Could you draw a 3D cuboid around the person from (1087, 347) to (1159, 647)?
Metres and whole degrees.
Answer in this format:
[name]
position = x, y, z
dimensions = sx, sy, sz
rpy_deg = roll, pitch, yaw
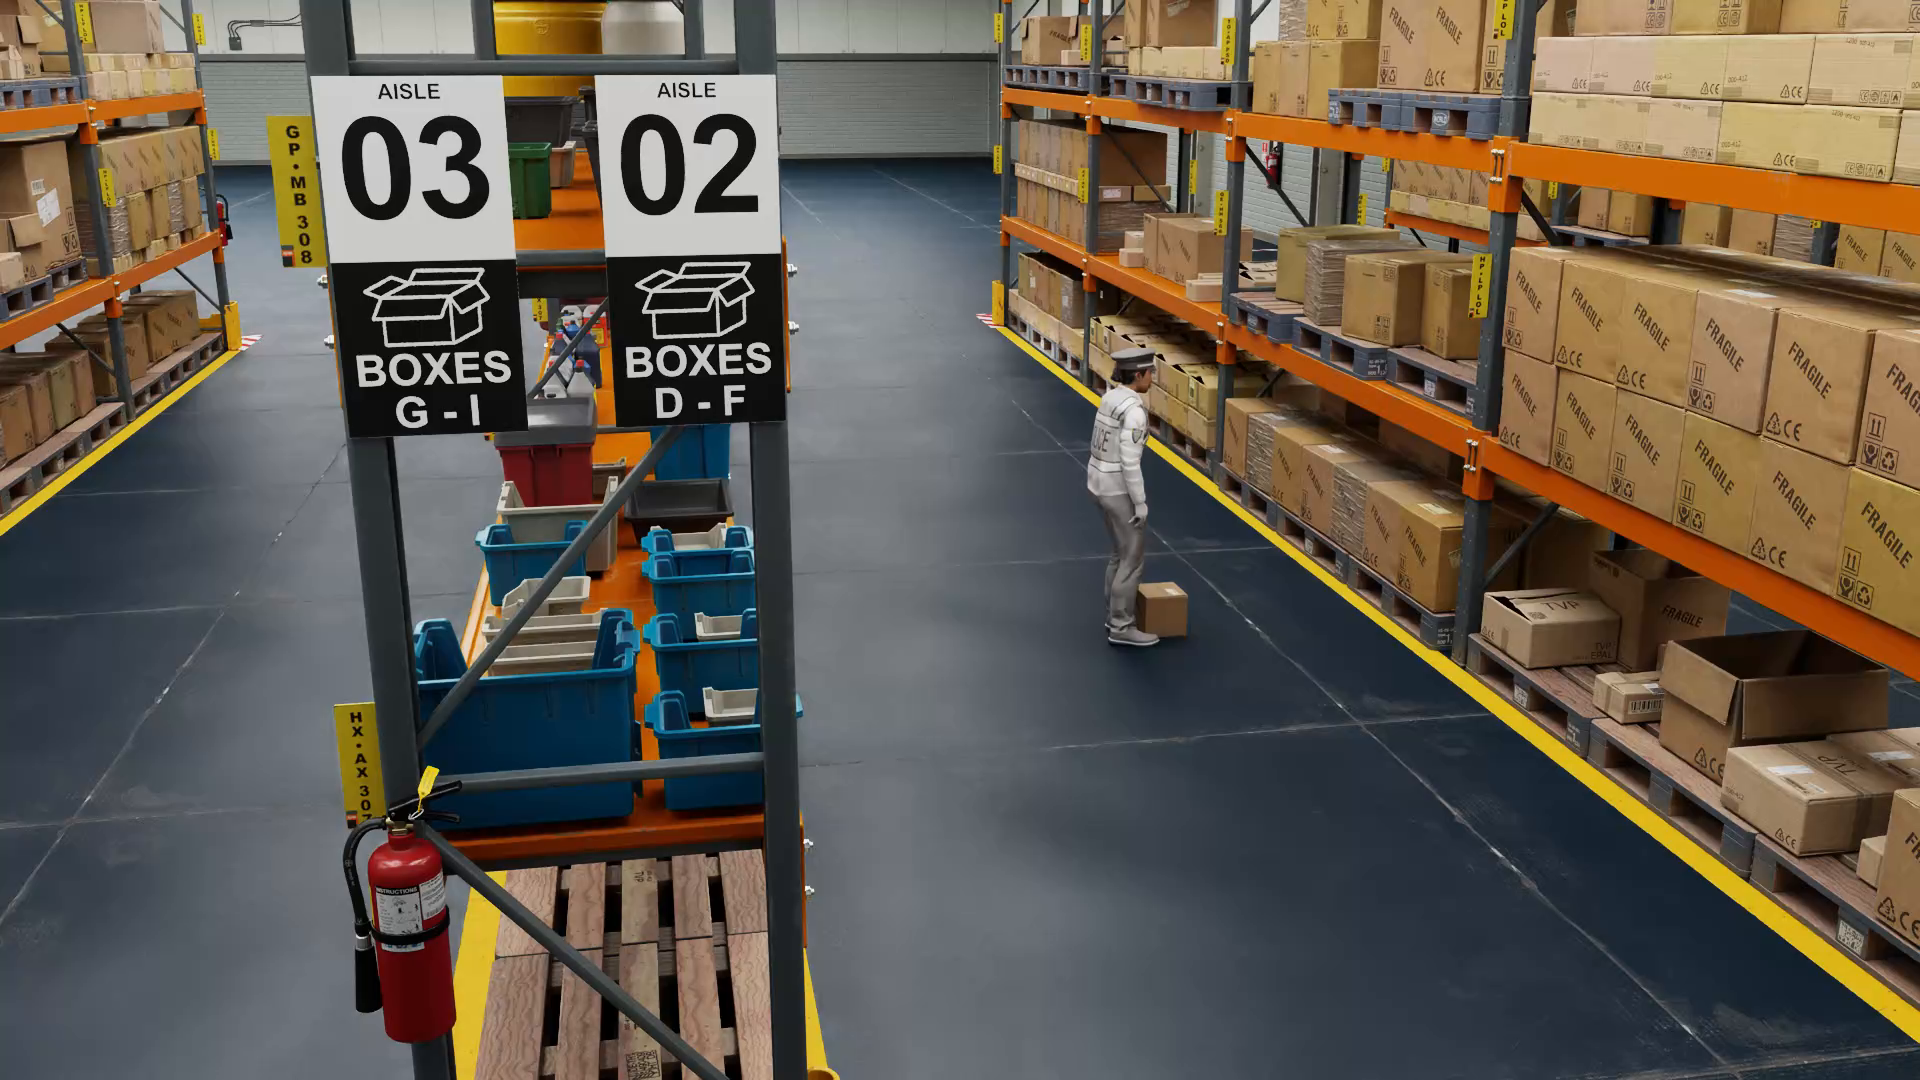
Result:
[person]
position = 0.940, -0.257, 9.402
dimensions = 0.415, 1.661, 0.536
rpy_deg = -4, 17, -14
